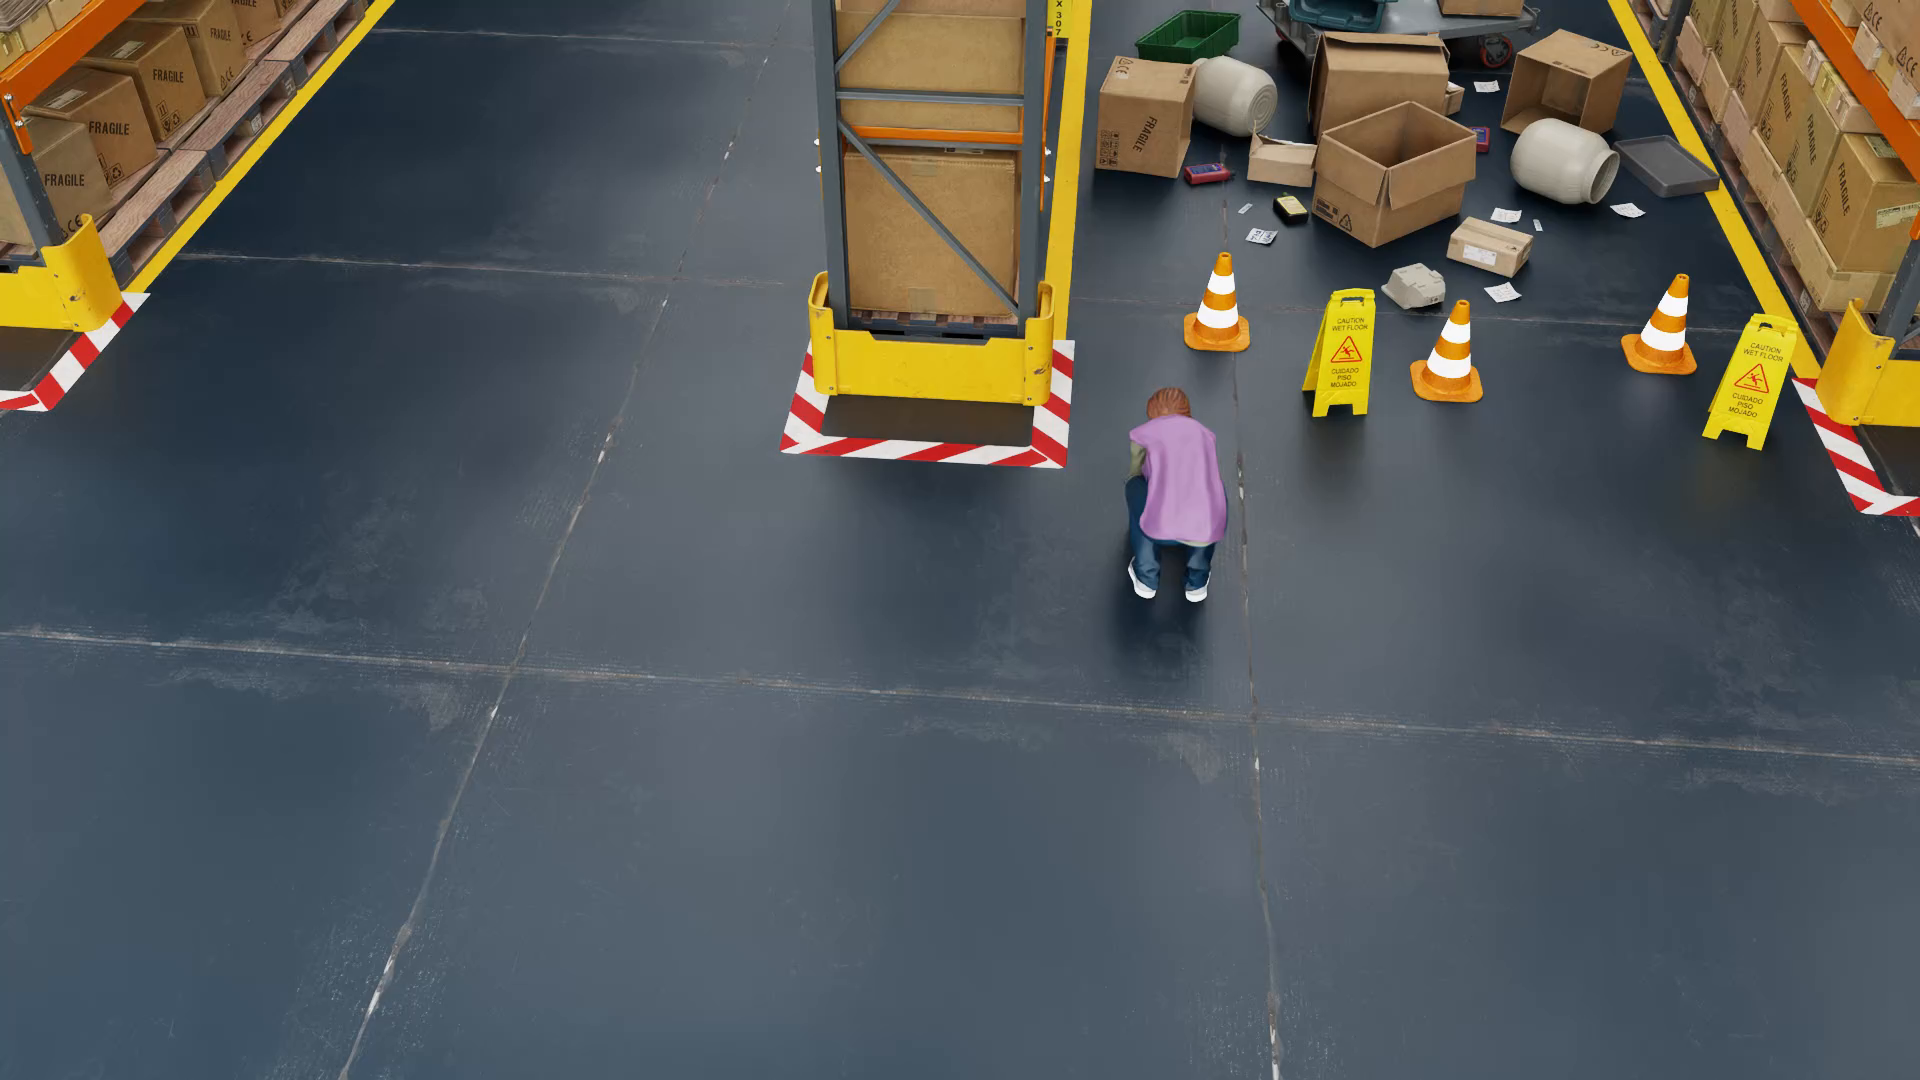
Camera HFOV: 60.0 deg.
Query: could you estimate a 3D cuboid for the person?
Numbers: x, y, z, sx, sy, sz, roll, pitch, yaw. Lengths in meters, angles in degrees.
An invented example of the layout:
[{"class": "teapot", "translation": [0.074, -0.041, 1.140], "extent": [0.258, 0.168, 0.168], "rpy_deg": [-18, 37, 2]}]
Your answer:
[{"class": "person", "translation": [0.915, -0.158, 7.074], "extent": [0.421, 0.709, 0.866], "rpy_deg": [2, 41, 3]}]
